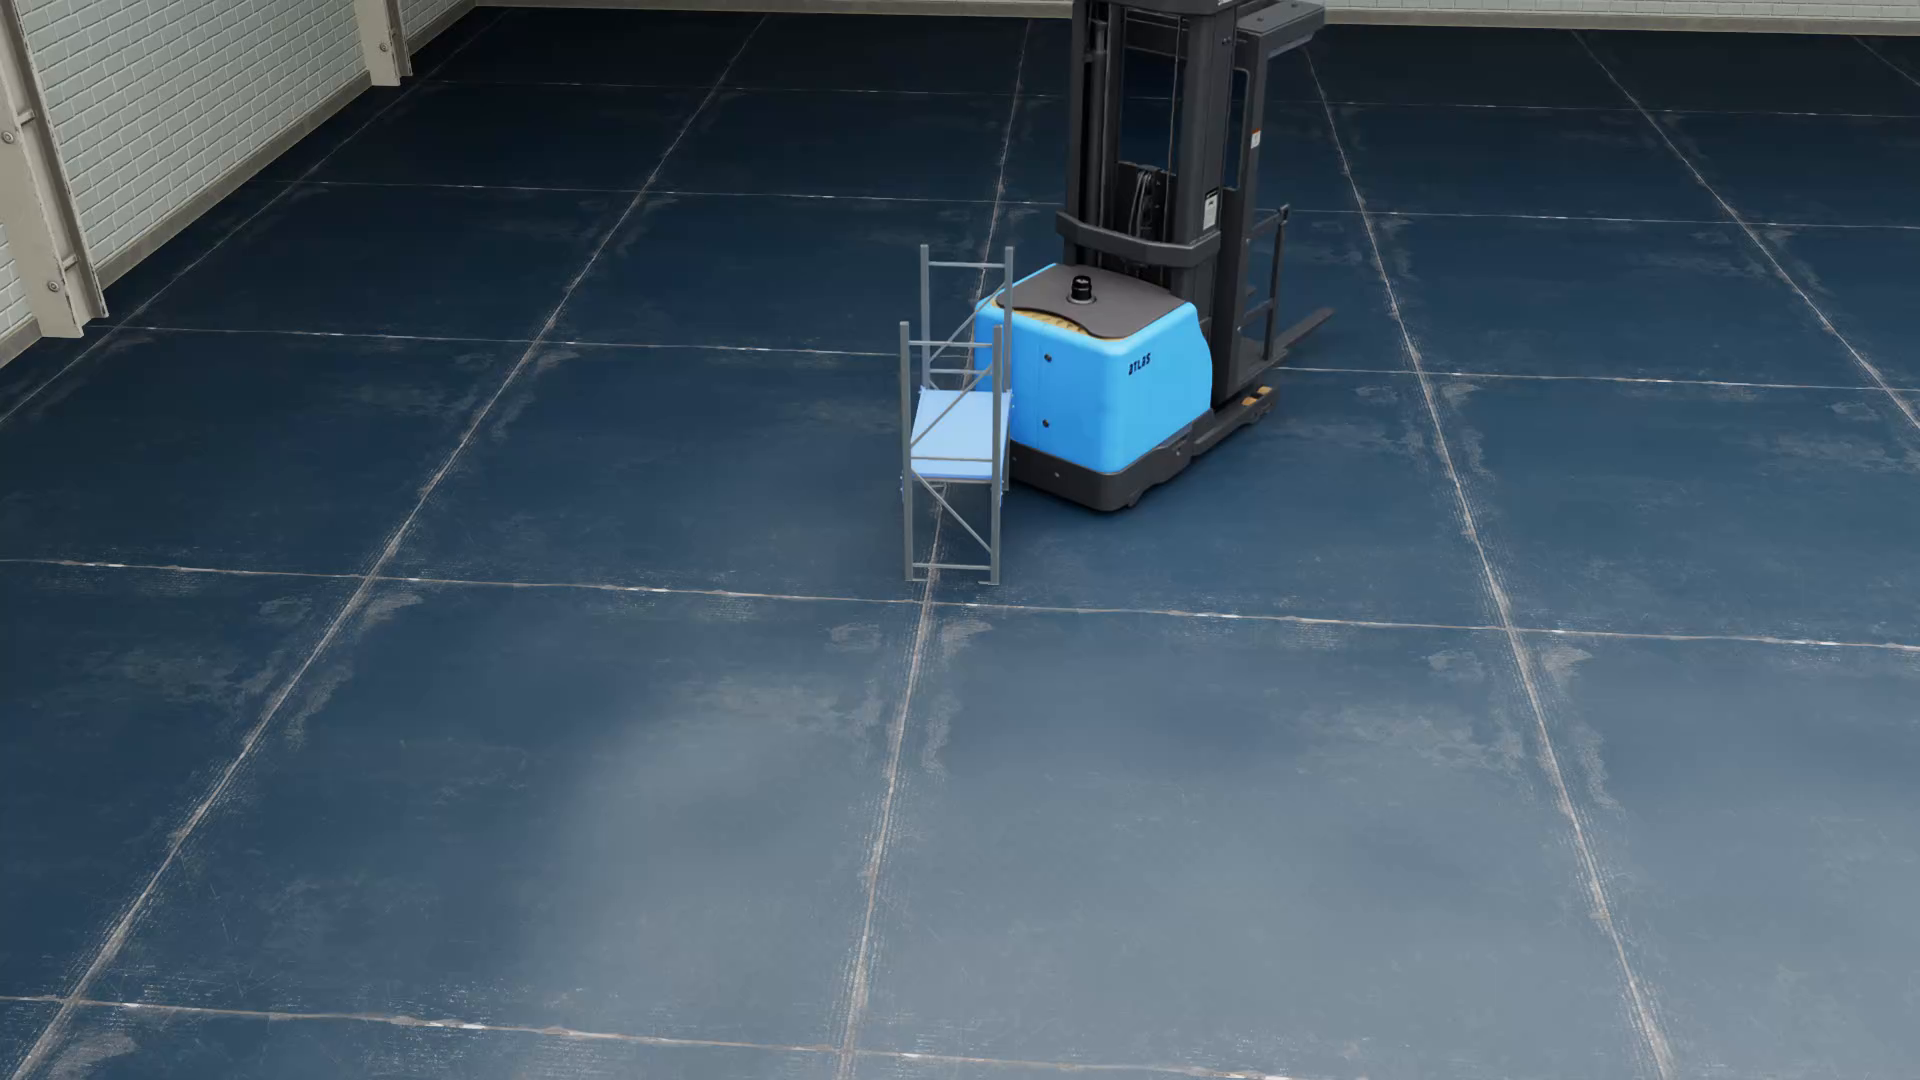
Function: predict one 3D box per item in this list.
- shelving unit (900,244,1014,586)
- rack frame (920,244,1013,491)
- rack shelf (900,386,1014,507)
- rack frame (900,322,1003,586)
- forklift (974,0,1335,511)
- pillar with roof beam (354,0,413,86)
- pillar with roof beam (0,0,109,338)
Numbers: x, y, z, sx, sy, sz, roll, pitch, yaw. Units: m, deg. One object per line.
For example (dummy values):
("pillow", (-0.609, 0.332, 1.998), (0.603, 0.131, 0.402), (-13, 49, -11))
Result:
("shelving unit", (-0.004, -0.675, 8.916), (0.538, 1.500, 1.048), (2, 32, 4))
("rack frame", (0.036, -0.941, 9.348), (0.500, 1.500, 0.032), (2, 32, 4))
("rack shelf", (-0.004, -0.522, 9.011), (0.538, 0.185, 1.000), (2, 32, 4))
("rack frame", (-0.043, -0.409, 8.485), (0.500, 1.500, 0.032), (2, 32, 4))
("forklift", (1.370, -2.121, 9.898), (1.130, 2.935, 3.031), (22, 38, 32))
("pillar with roof beam", (-1.456, -8.295, 14.132), (9.100, 9.000, 0.400), (2, 32, 4))
("pillar with roof beam", (-1.944, -5.157, 9.041), (9.100, 9.000, 0.400), (2, 32, 4))
